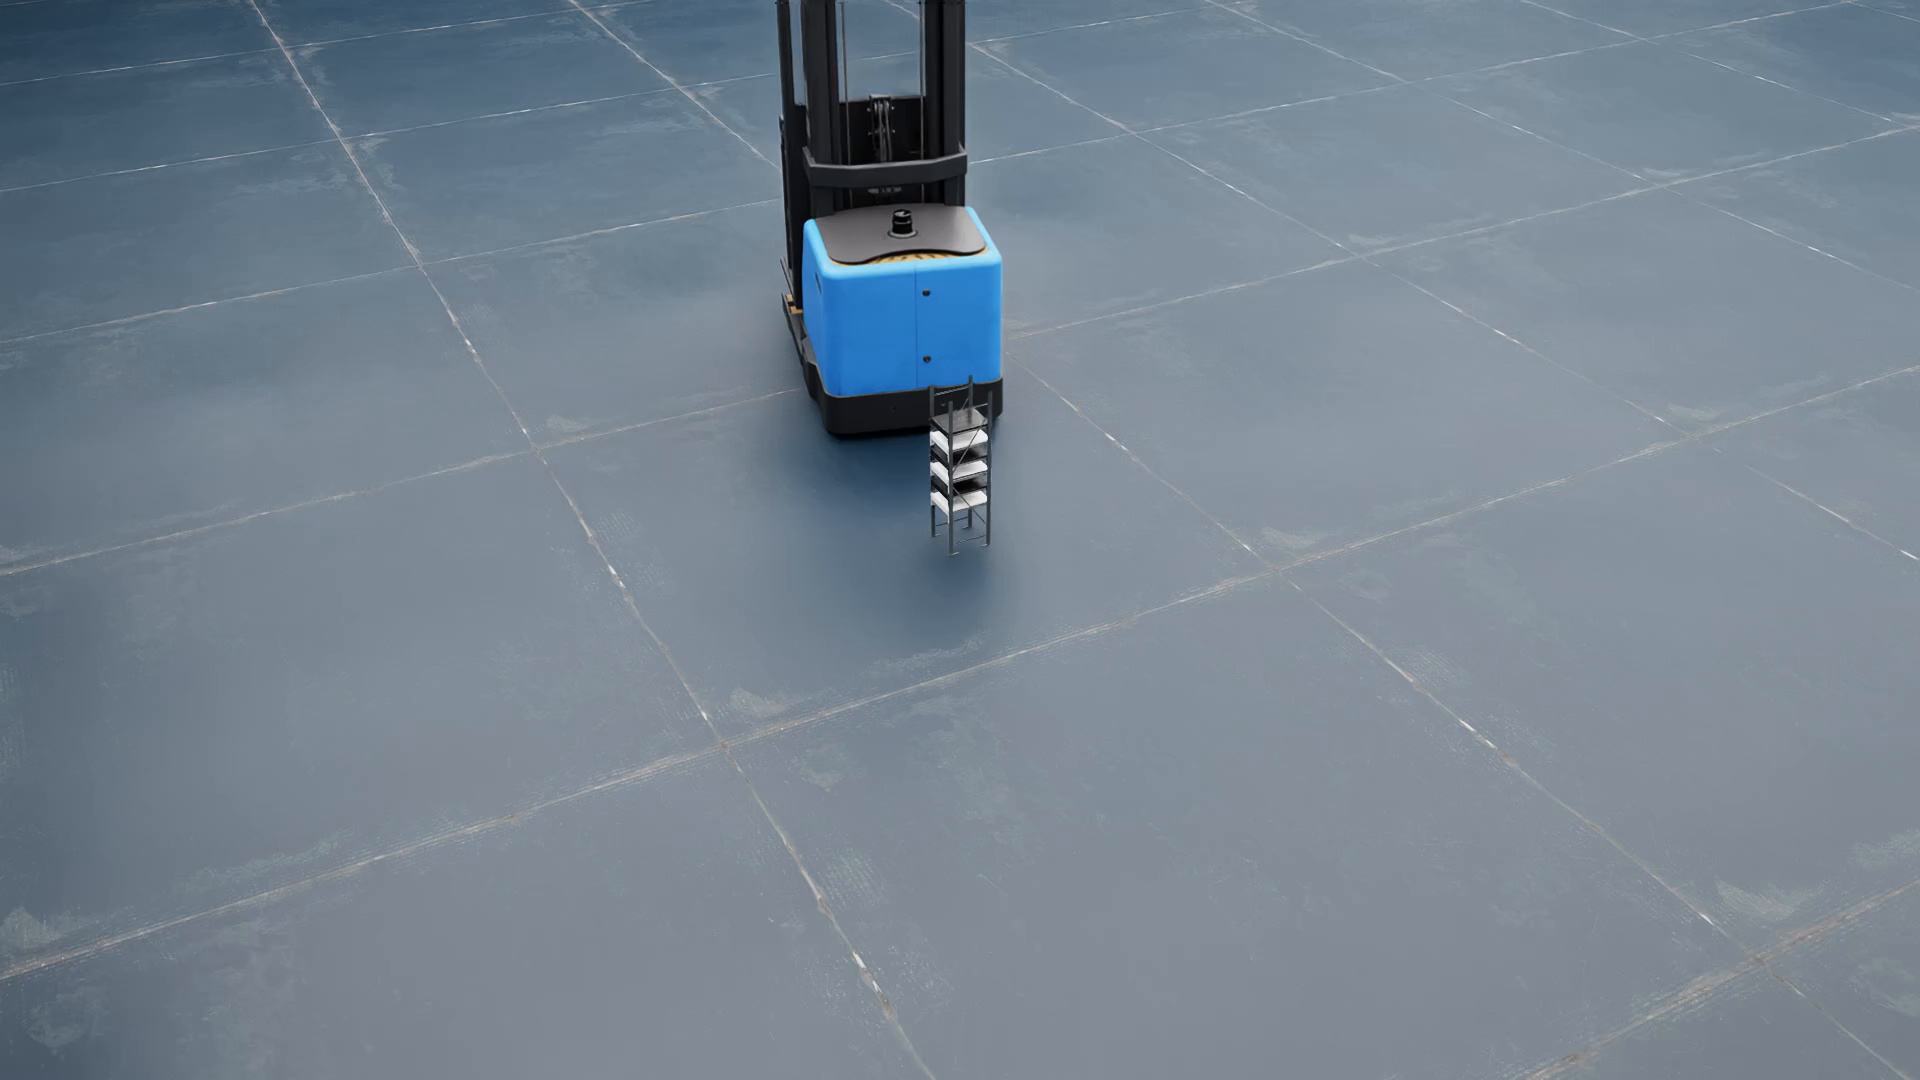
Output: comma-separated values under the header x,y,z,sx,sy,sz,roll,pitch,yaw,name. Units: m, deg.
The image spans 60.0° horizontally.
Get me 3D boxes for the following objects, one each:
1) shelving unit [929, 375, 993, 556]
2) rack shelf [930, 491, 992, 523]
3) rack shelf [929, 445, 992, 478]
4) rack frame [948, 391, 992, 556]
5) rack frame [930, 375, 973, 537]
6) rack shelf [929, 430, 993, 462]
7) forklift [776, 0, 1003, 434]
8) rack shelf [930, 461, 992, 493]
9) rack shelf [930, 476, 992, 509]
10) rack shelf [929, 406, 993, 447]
x,y,z,sx,sy,sz,roll,pitch,yaw,name
0.004,-0.375,8.501,0.258,0.900,0.210,-16,36,-23,shelving unit
0.004,-0.195,8.616,0.258,0.077,0.200,-16,36,-23,rack shelf
0.004,-0.423,8.471,0.258,0.077,0.200,-16,36,-23,rack shelf
0.051,-0.327,8.425,0.240,0.900,0.006,-16,36,-23,rack frame
-0.044,-0.424,8.577,0.240,0.900,0.006,-16,36,-23,rack frame
0.004,-0.499,8.422,0.258,0.077,0.200,-16,36,-23,rack shelf
-0.562,-2.630,10.137,1.130,2.935,3.031,-7,33,-10,forklift
0.004,-0.347,8.519,0.258,0.077,0.200,-16,36,-23,rack shelf
0.004,-0.271,8.568,0.258,0.077,0.200,-16,36,-23,rack shelf
0.004,-0.574,8.374,0.258,0.077,0.200,-16,36,-23,rack shelf
